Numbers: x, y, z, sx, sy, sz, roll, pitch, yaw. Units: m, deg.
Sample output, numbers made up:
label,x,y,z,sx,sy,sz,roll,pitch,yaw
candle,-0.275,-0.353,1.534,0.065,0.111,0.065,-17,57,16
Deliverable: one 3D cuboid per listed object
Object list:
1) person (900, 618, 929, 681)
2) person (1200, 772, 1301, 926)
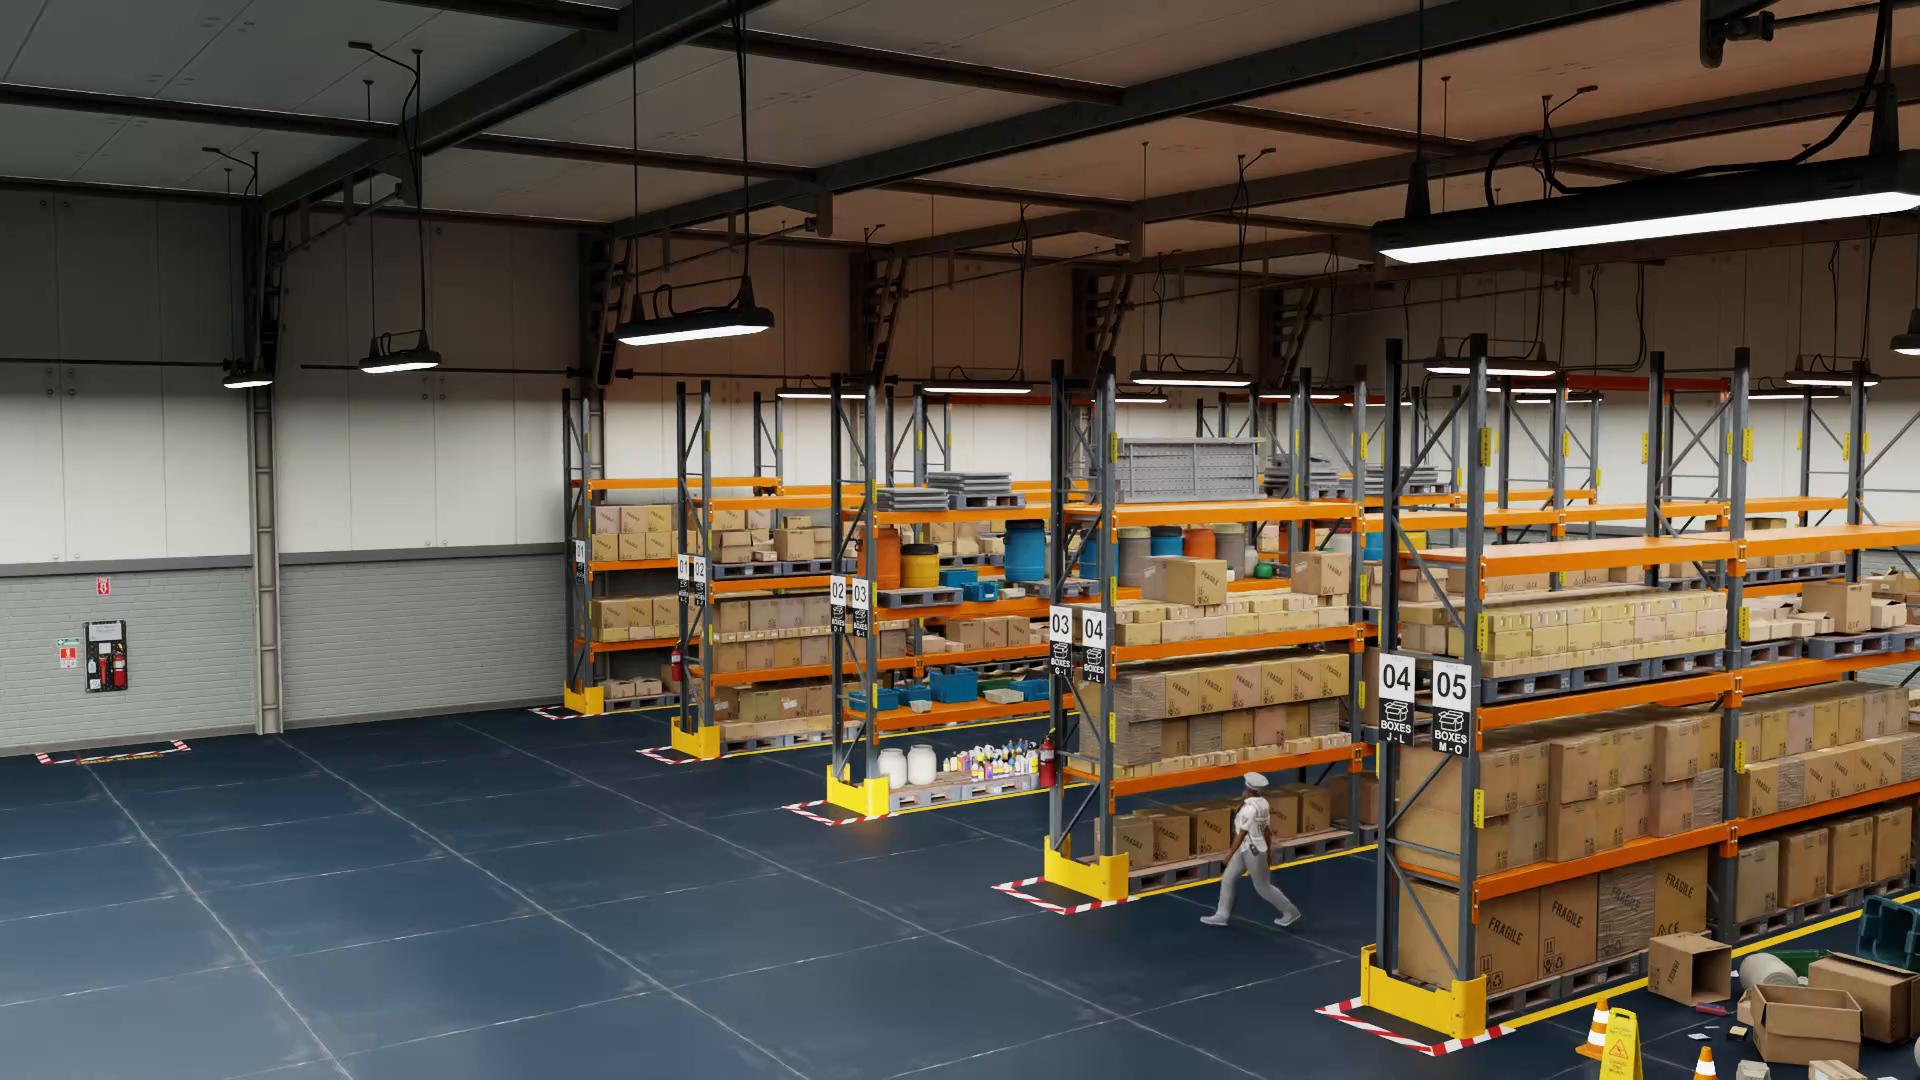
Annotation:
label,x,y,z,sx,sy,sz,roll,pitch,yaw
person,-0.906,2.287,31.181,0.648,1.778,0.830,1,4,16
person,3.030,3.225,17.256,1.011,1.635,0.427,0,4,-6
